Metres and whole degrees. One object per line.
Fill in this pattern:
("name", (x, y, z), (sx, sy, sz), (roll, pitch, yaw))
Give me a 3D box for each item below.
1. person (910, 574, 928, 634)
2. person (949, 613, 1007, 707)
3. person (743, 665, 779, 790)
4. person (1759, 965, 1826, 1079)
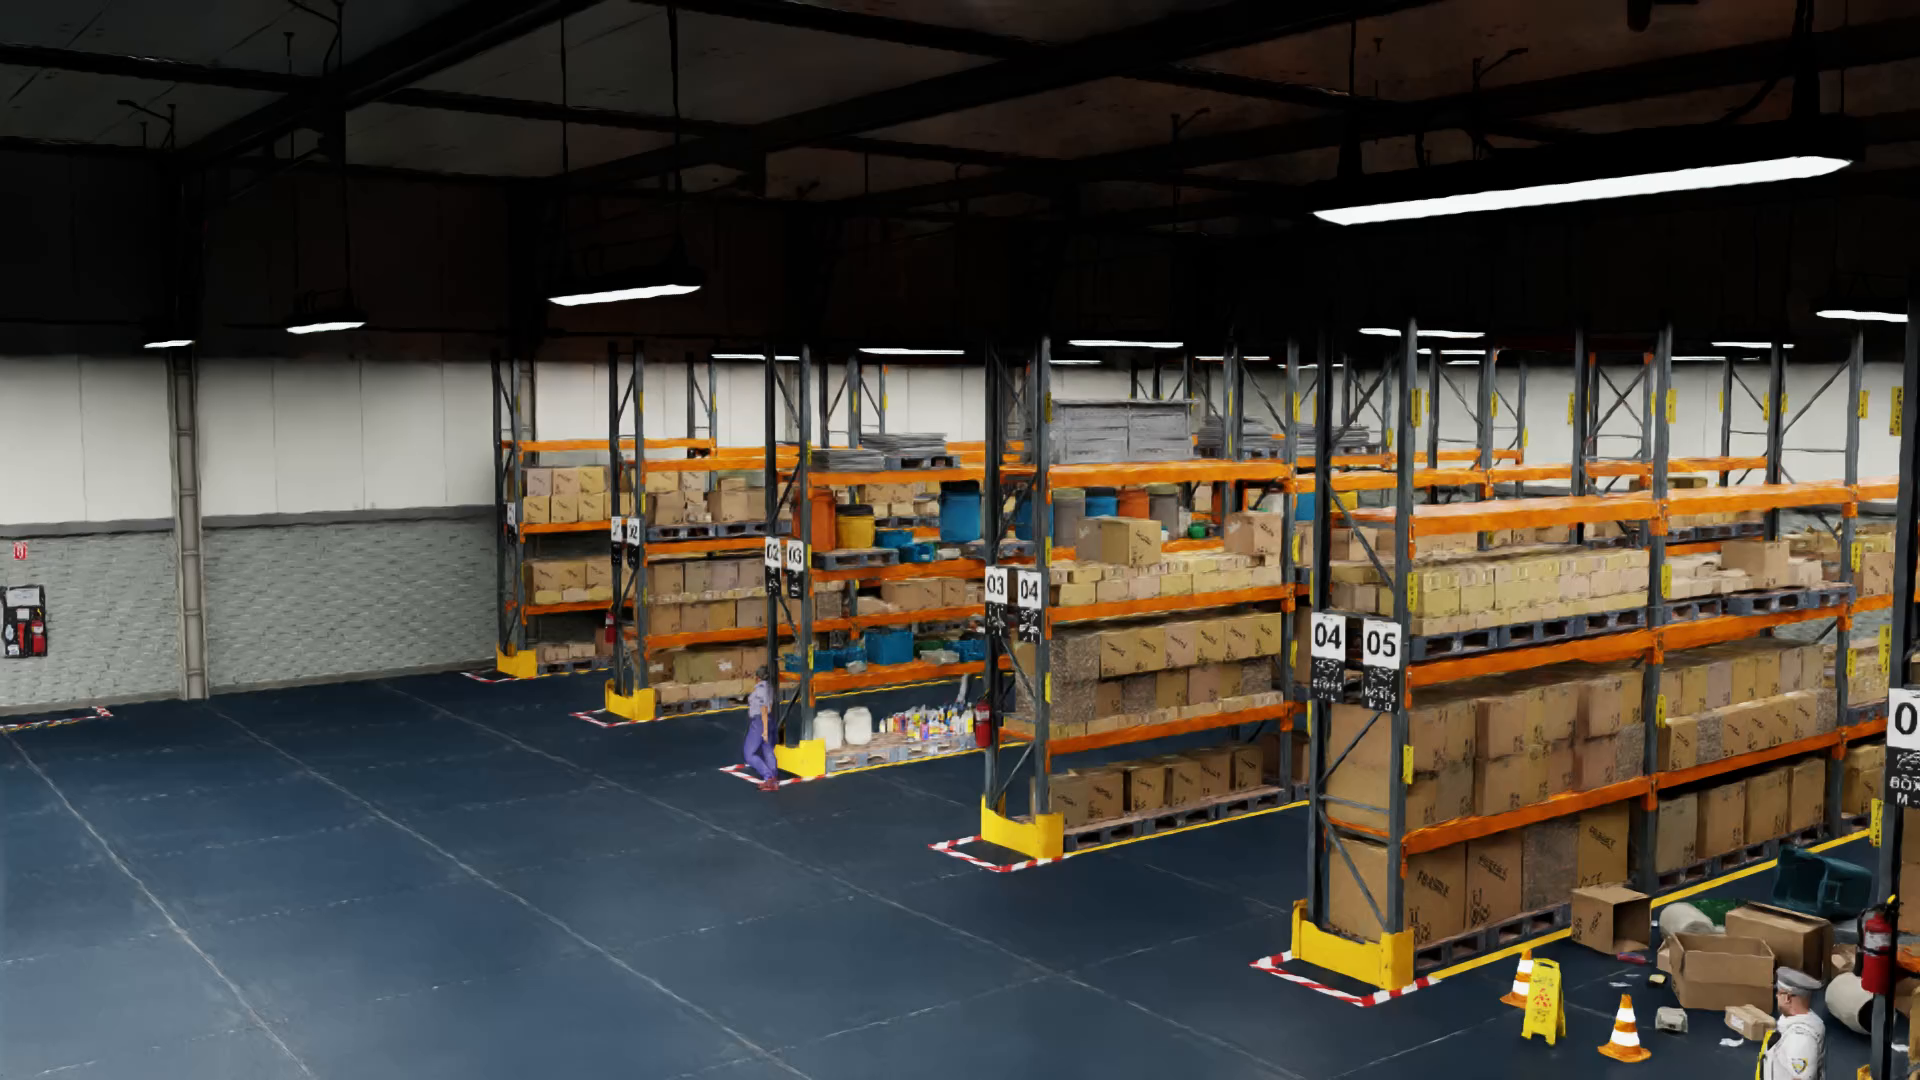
("person", (-0.933, 1.335, 34.232), (0.483, 1.616, 0.995), (5, 7, 44))
("person", (0.290, 1.979, 27.066), (1.003, 1.598, 0.476), (-3, 6, -28))
("person", (-2.545, 2.466, 21.609), (0.471, 1.604, 0.636), (1, 5, 14))
("person", (5.032, 3.436, 9.872), (0.554, 1.750, 0.654), (3, 6, 27))
